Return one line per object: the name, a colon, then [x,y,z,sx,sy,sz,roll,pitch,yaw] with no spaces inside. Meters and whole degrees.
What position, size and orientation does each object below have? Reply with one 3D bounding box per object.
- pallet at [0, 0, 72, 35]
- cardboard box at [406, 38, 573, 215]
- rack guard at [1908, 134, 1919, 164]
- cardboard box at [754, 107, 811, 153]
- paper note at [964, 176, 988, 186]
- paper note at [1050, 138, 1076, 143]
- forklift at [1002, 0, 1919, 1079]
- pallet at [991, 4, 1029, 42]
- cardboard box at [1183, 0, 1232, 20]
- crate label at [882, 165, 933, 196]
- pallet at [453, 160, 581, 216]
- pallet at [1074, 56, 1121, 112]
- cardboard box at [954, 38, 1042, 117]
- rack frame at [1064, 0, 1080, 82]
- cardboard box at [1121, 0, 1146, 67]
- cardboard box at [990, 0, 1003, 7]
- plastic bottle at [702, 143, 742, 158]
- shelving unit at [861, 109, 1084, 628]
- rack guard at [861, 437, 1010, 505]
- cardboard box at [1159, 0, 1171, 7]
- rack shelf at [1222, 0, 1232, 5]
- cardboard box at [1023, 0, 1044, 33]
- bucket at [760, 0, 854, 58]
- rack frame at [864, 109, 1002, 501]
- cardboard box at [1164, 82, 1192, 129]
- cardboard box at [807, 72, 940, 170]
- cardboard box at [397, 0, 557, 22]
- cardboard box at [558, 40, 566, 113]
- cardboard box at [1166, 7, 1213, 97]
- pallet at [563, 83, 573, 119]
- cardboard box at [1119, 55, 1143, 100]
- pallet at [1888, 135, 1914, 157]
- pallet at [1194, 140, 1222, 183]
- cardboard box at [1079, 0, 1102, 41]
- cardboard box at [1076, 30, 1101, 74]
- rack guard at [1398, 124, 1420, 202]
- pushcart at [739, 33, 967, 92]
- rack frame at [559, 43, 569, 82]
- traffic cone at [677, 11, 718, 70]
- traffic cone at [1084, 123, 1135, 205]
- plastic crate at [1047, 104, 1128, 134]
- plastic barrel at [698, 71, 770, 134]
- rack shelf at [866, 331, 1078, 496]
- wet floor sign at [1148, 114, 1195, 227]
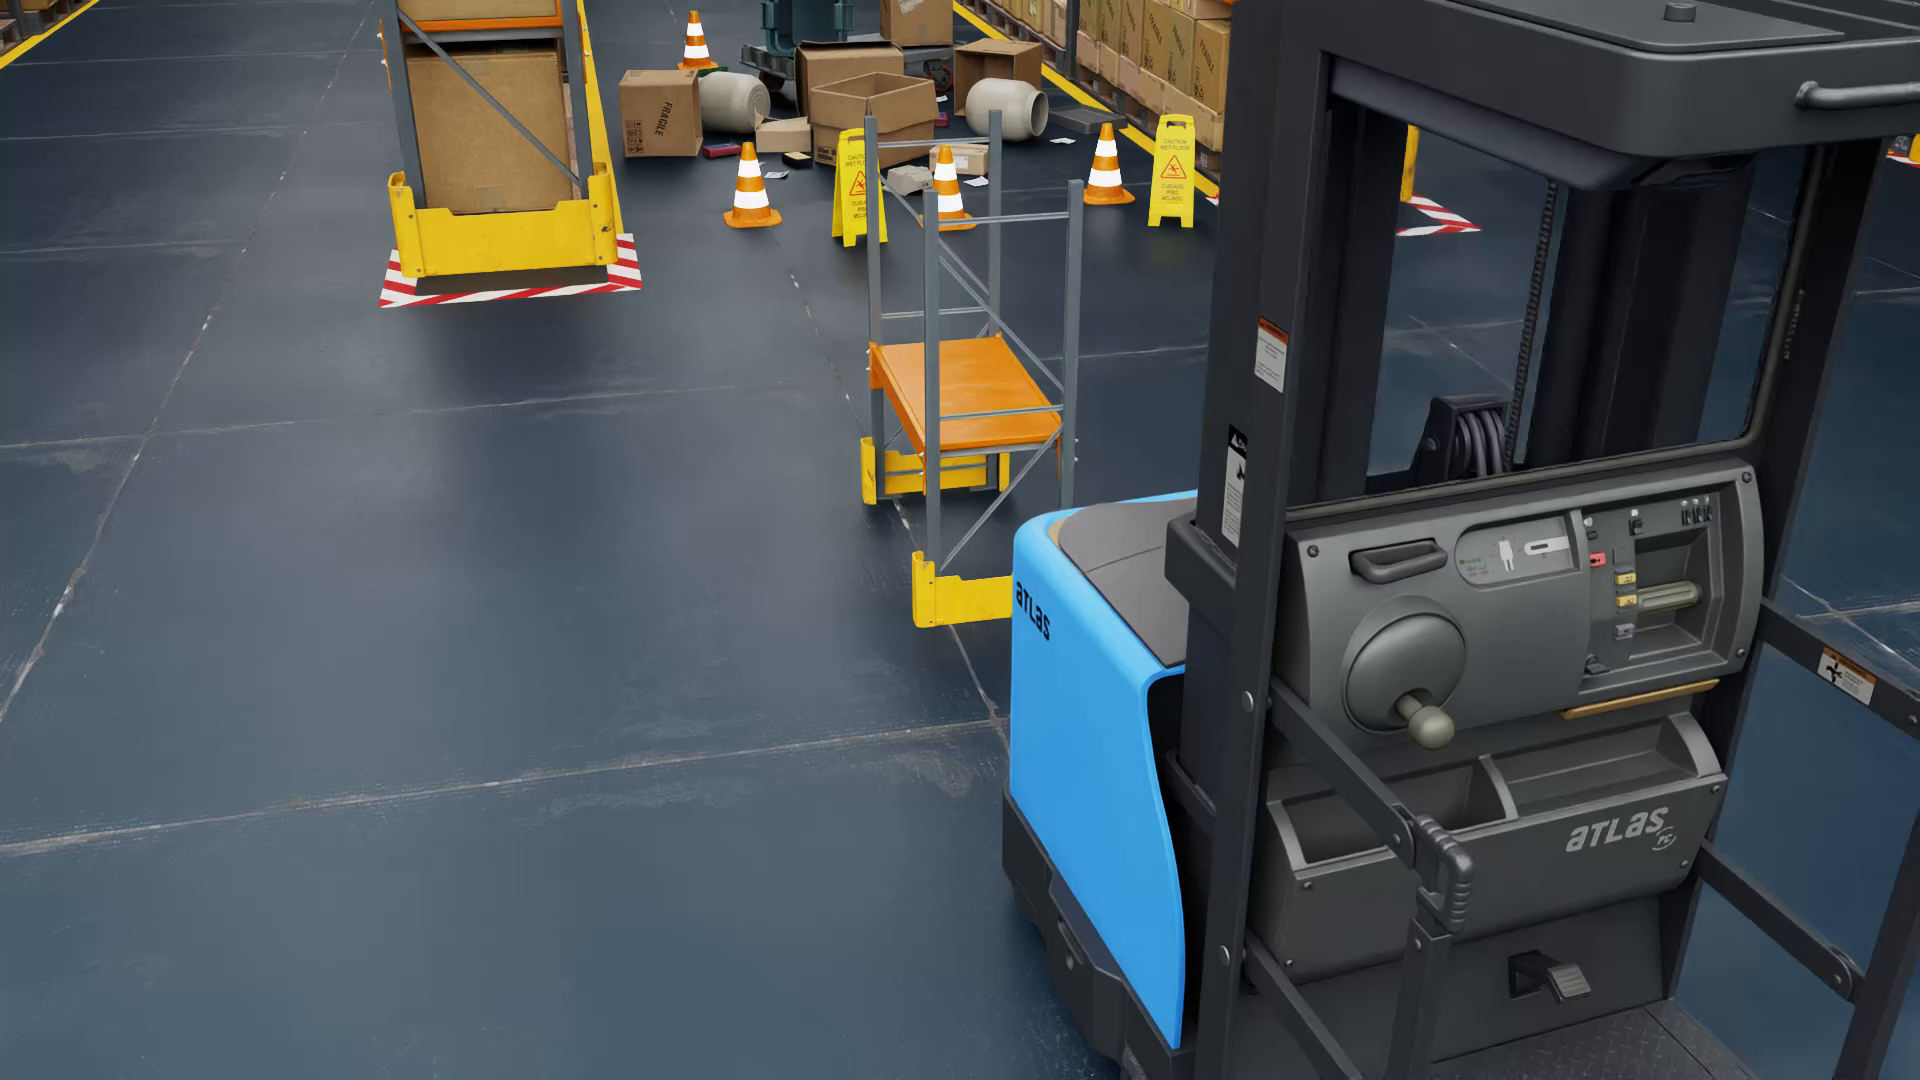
pallet: [-9.287,-5.074,16.068,1.003,0.211,1.213,-6,27,-12]
cardboard box: [-2.742,-2.442,9.652,0.875,0.875,0.875,-6,27,-11]
rack guard: [7.116,-2.839,11.319,1.175,0.500,0.348,-6,27,-12]
cardboard box: [-1.244,-2.880,11.662,0.396,0.266,0.258,-1,27,-3]
paper note: [0.123,-2.347,10.866,0.148,0.019,0.142,-16,31,-29]
paper note: [0.739,-2.857,11.877,0.142,0.019,0.148,-16,31,-29]
forklift: [1.074,0.148,2.705,1.130,2.935,3.031,-9,28,-17]
pallet: [0.918,-4.849,15.622,1.003,0.211,1.213,-6,27,-12]
cardboard box: [1.692,-3.523,10.935,0.380,0.149,0.250,-5,27,-10]
crate label: [-0.321,-2.316,10.687,0.250,0.136,0.298,-23,35,-38]
pallet: [-2.781,-2.011,9.999,1.003,0.211,1.213,-6,27,-12]
pallet: [1.560,-3.679,13.305,1.003,0.211,1.213,-6,27,-12]
cardboard box: [0.289,-3.492,12.611,0.500,0.500,0.500,13,30,24]
rack frame: [1.374,-5.215,13.254,1.000,3.000,0.127,-6,27,-12]
cardboard box: [1.491,-3.762,12.128,0.500,0.500,0.500,-5,27,-9]
cardboard box: [0.764,-5.414,16.097,0.950,0.372,0.625,-6,27,-13]
plastic bottle: [-1.634,-2.711,11.553,0.283,0.061,0.133,-16,31,-29]
shelving unit: [0.017,-0.636,5.846,0.587,1.500,1.083,-6,27,-12]
rack guard: [-0.095,-0.297,6.561,0.587,0.250,0.087,-6,27,-12]
cardboard box: [1.581,-3.750,11.384,0.380,0.149,0.250,-5,27,-9]
rack shelf: [1.824,-4.016,11.676,1.077,0.370,4.000,-6,27,-12]
cardboard box: [1.088,-4.775,14.832,0.950,0.372,0.625,-4,27,-8]
bucket: [-1.149,-4.060,12.911,0.726,0.611,0.620,3,17,6]
rack frame: [-0.095,-0.855,6.280,0.500,1.500,0.032,-6,27,-12]
cardboard box: [1.722,-2.975,11.401,0.500,0.250,0.500,-6,27,-11]
cardboard box: [-0.587,-2.859,11.356,0.637,0.503,0.797,19,32,32]
cardboard box: [-2.653,-3.138,8.971,0.875,0.550,0.550,-6,27,-12]
cardboard box: [-3.146,-3.229,11.210,0.875,0.875,0.875,-6,27,-11]
cardboard box: [1.720,-3.308,11.228,0.500,0.500,0.500,-5,27,-10]
pallet: [-3.331,-3.082,12.121,1.003,0.211,1.213,-6,27,-12]
cardboard box: [1.497,-3.423,12.288,0.500,0.250,0.500,-6,27,-12]
pallet: [6.897,-3.052,12.062,1.003,0.211,1.213,-6,27,-12]
pallet: [2.109,-2.608,11.183,1.003,0.211,1.213,-6,27,-12]
cardboard box: [1.244,-4.224,13.042,0.500,0.500,0.500,-5,27,-9]
cardboard box: [1.244,-3.889,13.211,0.500,0.250,0.500,-7,28,-14]
rack guard: [2.258,-2.377,10.404,1.175,0.500,0.348,-6,27,-12]
pushcart: [-0.836,-3.791,13.343,1.648,0.377,0.936,-16,31,-29]
rack frame: [-3.426,-4.668,12.170,1.000,3.000,0.127,-6,27,-12]
traffic cone: [-2.257,-4.278,14.212,0.336,0.463,0.334,-6,27,-12]
traffic cone: [0.921,-2.385,10.461,0.336,0.463,0.334,-6,27,-12]
plastic crate: [0.929,-3.139,12.381,0.402,0.080,0.583,-16,31,-29]
plastic barrel: [-1.676,-3.176,12.073,0.512,0.421,0.421,13,30,24]
rack shelf: [0.019,-0.472,5.919,0.538,0.185,1.000,-6,27,-12]
wet floor sign: [1.275,-2.216,9.925,0.267,0.644,0.232,3,27,6]
